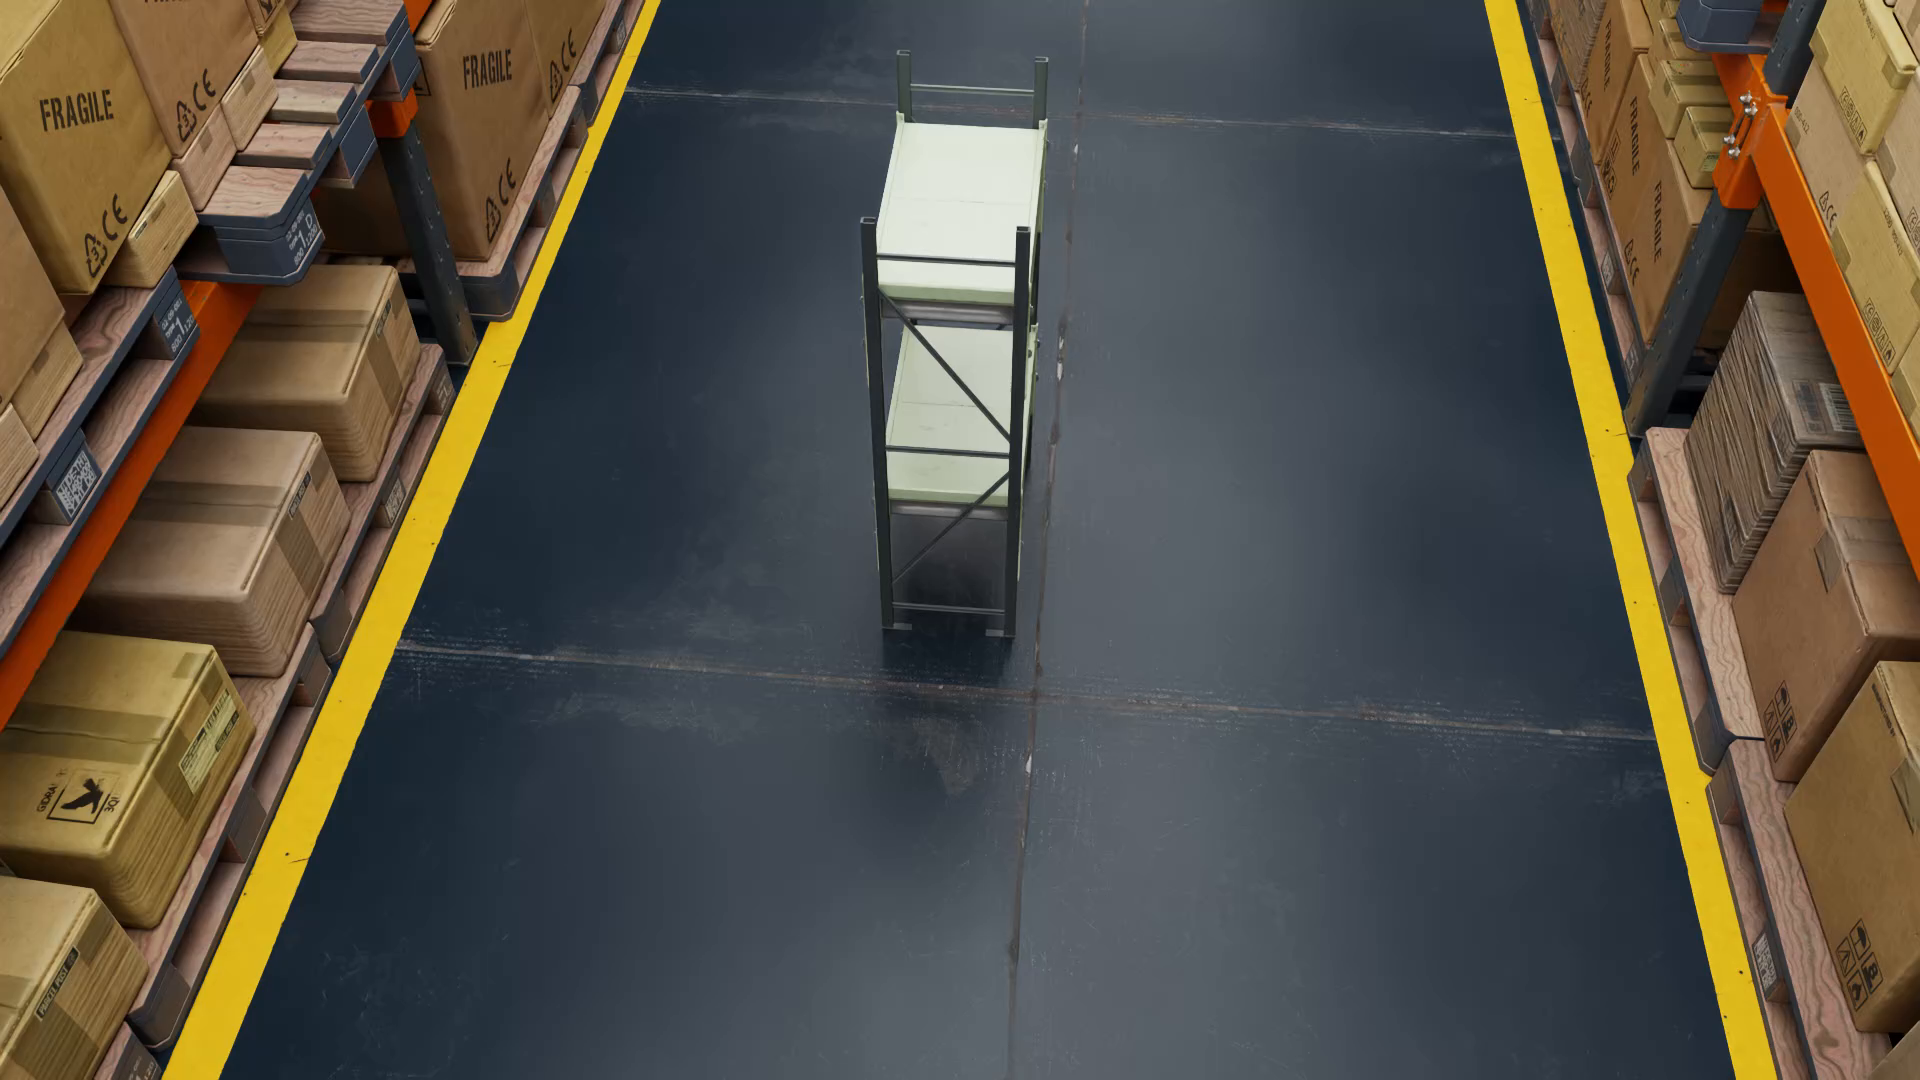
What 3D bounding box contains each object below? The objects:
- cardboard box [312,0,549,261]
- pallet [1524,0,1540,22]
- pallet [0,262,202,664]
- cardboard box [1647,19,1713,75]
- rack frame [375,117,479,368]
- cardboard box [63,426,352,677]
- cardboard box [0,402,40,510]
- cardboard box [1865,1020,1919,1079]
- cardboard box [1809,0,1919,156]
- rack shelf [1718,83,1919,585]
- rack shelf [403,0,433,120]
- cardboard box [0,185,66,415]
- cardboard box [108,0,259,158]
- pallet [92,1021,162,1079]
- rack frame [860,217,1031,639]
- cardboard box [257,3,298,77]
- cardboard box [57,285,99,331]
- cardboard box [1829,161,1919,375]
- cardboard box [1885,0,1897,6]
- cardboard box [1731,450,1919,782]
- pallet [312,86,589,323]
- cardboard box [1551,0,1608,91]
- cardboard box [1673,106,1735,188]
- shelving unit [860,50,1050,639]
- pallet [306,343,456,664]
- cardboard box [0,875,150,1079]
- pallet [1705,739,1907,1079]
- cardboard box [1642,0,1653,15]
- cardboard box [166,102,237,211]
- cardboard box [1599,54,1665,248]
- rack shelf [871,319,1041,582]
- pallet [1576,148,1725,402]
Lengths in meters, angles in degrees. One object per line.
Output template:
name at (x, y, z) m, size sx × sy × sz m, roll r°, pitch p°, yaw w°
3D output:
cardboard box at (-2.059, -1.618, 5.852) m, size 0.875 × 0.875 × 0.875 m, roll 3°, pitch 48°, yaw 3°
pallet at (3.067, -2.758, 7.630) m, size 1.003 × 0.211 × 1.213 m, roll 4°, pitch 48°, yaw 4°
pallet at (-2.344, -0.169, 3.502) m, size 1.003 × 0.211 × 1.213 m, roll 4°, pitch 48°, yaw 4°
cardboard box at (2.594, -1.651, 5.697) m, size 0.380 × 0.149 × 0.250 m, roll 2°, pitch 48°, yaw 2°
rack frame at (-2.205, -1.691, 4.764) m, size 1.000 × 3.000 × 0.127 m, roll 4°, pitch 48°, yaw 4°
cardboard box at (-2.325, 0.011, 4.703) m, size 0.950 × 0.372 × 0.625 m, roll 3°, pitch 48°, yaw 3°
cardboard box at (-2.058, -0.150, 3.240) m, size 0.380 × 0.149 × 0.250 m, roll 6°, pitch 48°, yaw 5°
cardboard box at (2.489, 1.285, 3.367) m, size 0.875 × 0.625 × 0.625 m, roll 3°, pitch 48°, yaw 3°
cardboard box at (2.430, -1.171, 4.051) m, size 0.500 × 0.250 × 0.500 m, roll 4°, pitch 48°, yaw 3°
rack shelf at (2.557, 0.352, 3.383) m, size 1.077 × 0.370 × 4.000 m, roll 4°, pitch 48°, yaw 4°
rack shelf at (-2.022, -2.918, 6.374) m, size 1.077 × 0.370 × 4.000 m, roll 4°, pitch 48°, yaw 4°
cardboard box at (-2.101, -0.462, 3.086) m, size 0.500 × 0.500 × 0.500 m, roll 2°, pitch 48°, yaw 2°
cardboard box at (-2.005, -1.234, 3.792) m, size 0.500 × 0.500 × 0.500 m, roll 3°, pitch 48°, yaw 3°
pallet at (-2.500, 1.617, 3.628) m, size 1.003 × 0.211 × 1.213 m, roll 4°, pitch 48°, yaw 4°
rack frame at (-0.034, -0.232, 4.446) m, size 0.400 × 1.500 × 0.023 m, roll 4°, pitch 48°, yaw 4°
cardboard box at (-1.952, -1.290, 4.283) m, size 0.380 × 0.149 × 0.250 m, roll 5°, pitch 48°, yaw 4°
cardboard box at (-2.121, -0.538, 3.595) m, size 0.380 × 0.149 × 0.250 m, roll 4°, pitch 48°, yaw 4°
cardboard box at (2.404, -0.631, 3.896) m, size 0.500 × 0.250 × 0.500 m, roll 3°, pitch 48°, yaw 3°
cardboard box at (2.416, -1.399, 3.989) m, size 0.380 × 0.149 × 0.250 m, roll 5°, pitch 48°, yaw 5°
cardboard box at (2.617, 0.237, 4.325) m, size 0.875 × 0.625 × 0.625 m, roll 5°, pitch 48°, yaw 5°
pallet at (-2.058, -1.325, 6.318) m, size 1.003 × 0.211 × 1.213 m, roll 4°, pitch 48°, yaw 4°
cardboard box at (2.693, -2.118, 6.564) m, size 0.500 × 0.500 × 0.500 m, roll 2°, pitch 48°, yaw 2°
cardboard box at (2.532, -1.257, 5.337) m, size 0.380 × 0.149 × 0.250 m, roll 2°, pitch 48°, yaw 2°
shelving unit at (-0.001, -0.501, 4.692) m, size 0.431 × 1.500 × 0.755 m, roll 4°, pitch 48°, yaw 4°
pallet at (-2.277, -0.176, 5.268) m, size 1.003 × 0.211 × 1.213 m, roll 4°, pitch 48°, yaw 4°
cardboard box at (-2.462, 1.079, 3.727) m, size 0.950 × 0.372 × 0.625 m, roll 7°, pitch 48°, yaw 6°
pallet at (2.511, 1.077, 4.122) m, size 1.003 × 0.211 × 1.213 m, roll 4°, pitch 48°, yaw 4°
cardboard box at (2.685, -2.025, 6.039) m, size 0.380 × 0.149 × 0.250 m, roll 3°, pitch 48°, yaw 3°
cardboard box at (-1.962, -0.917, 3.942) m, size 0.380 × 0.149 × 0.250 m, roll 2°, pitch 48°, yaw 2°
cardboard box at (2.619, -1.351, 5.862) m, size 0.500 × 0.500 × 0.500 m, roll 3°, pitch 48°, yaw 3°
rack shelf at (-0.001, -0.281, 4.933) m, size 0.431 × 0.370 × 0.720 m, roll 4°, pitch 48°, yaw 4°
pallet at (2.845, -0.965, 5.990) m, size 1.003 × 0.211 × 1.213 m, roll 4°, pitch 48°, yaw 4°
